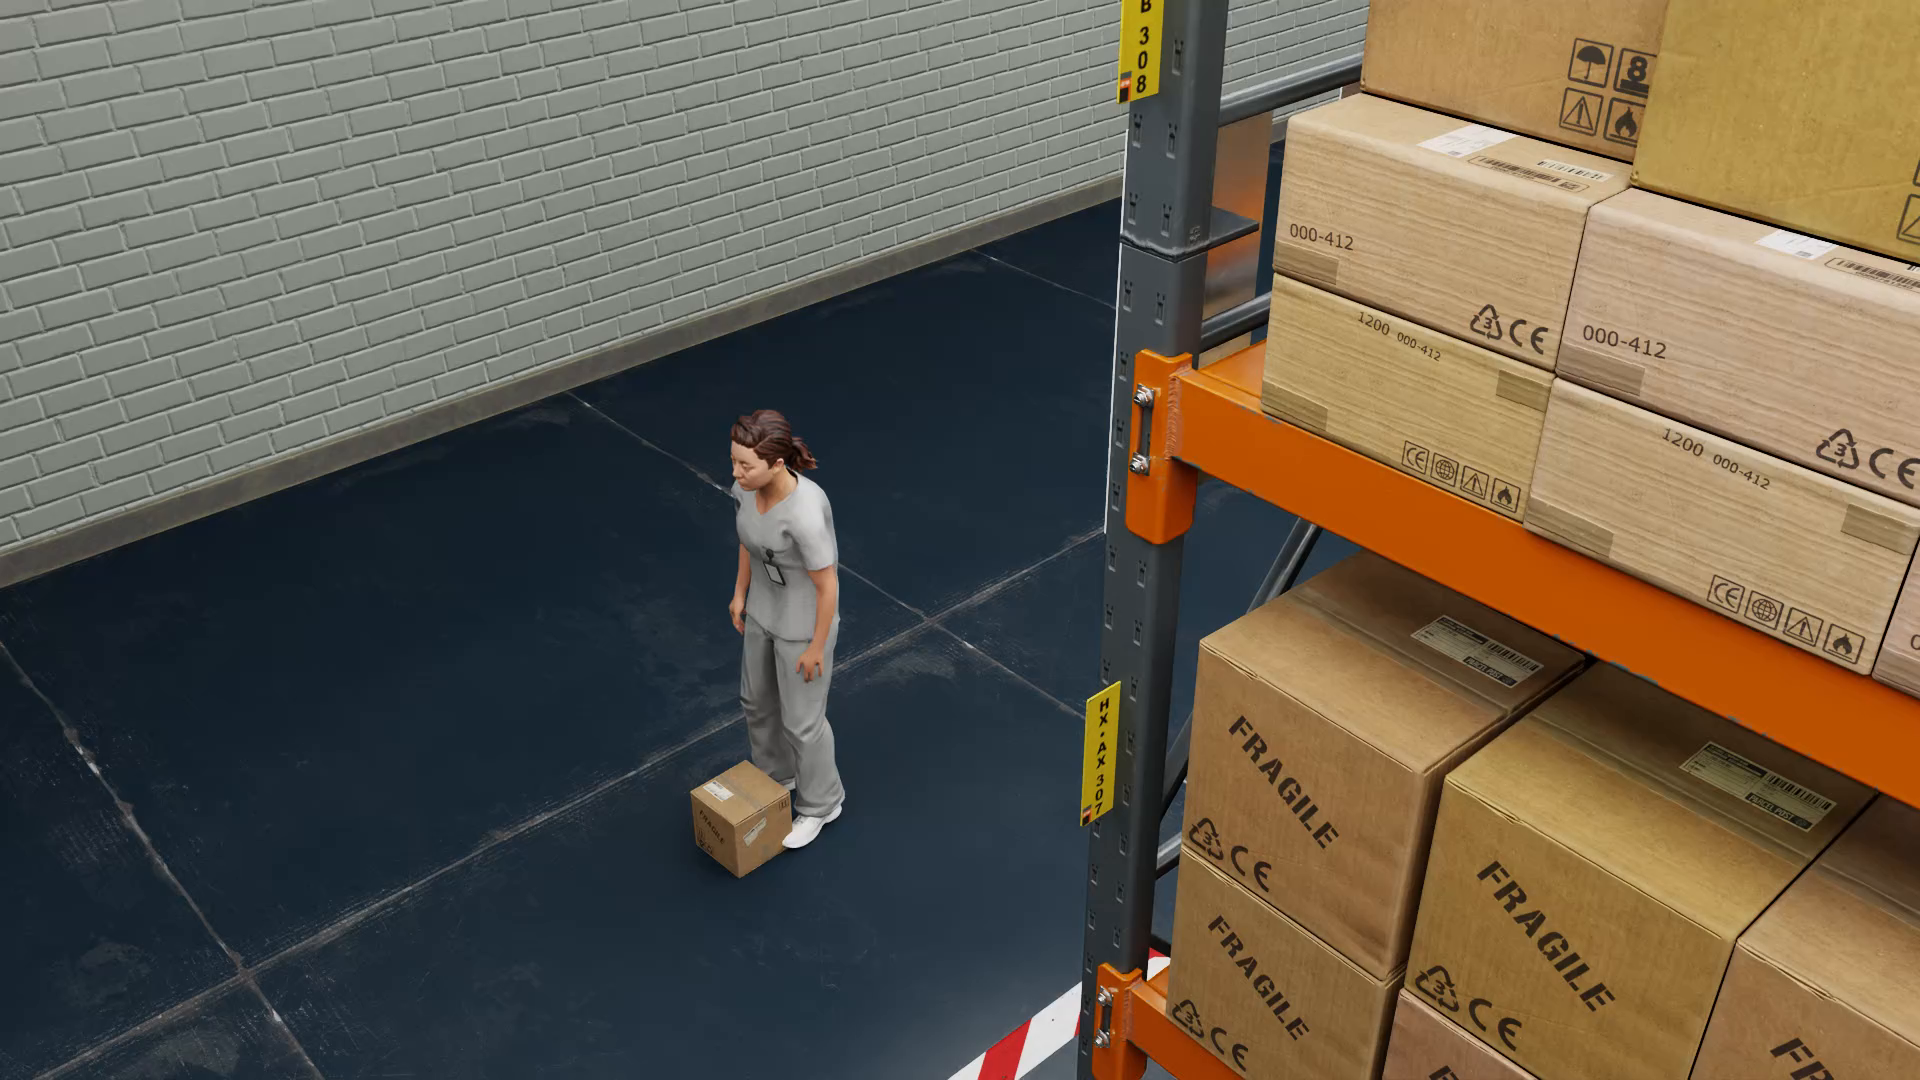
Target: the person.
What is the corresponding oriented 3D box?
[{"bbox_3d":[-0.601,0.291,5.674,0.358,1.668,0.486,-26,40,-35],"label":"person"}]
